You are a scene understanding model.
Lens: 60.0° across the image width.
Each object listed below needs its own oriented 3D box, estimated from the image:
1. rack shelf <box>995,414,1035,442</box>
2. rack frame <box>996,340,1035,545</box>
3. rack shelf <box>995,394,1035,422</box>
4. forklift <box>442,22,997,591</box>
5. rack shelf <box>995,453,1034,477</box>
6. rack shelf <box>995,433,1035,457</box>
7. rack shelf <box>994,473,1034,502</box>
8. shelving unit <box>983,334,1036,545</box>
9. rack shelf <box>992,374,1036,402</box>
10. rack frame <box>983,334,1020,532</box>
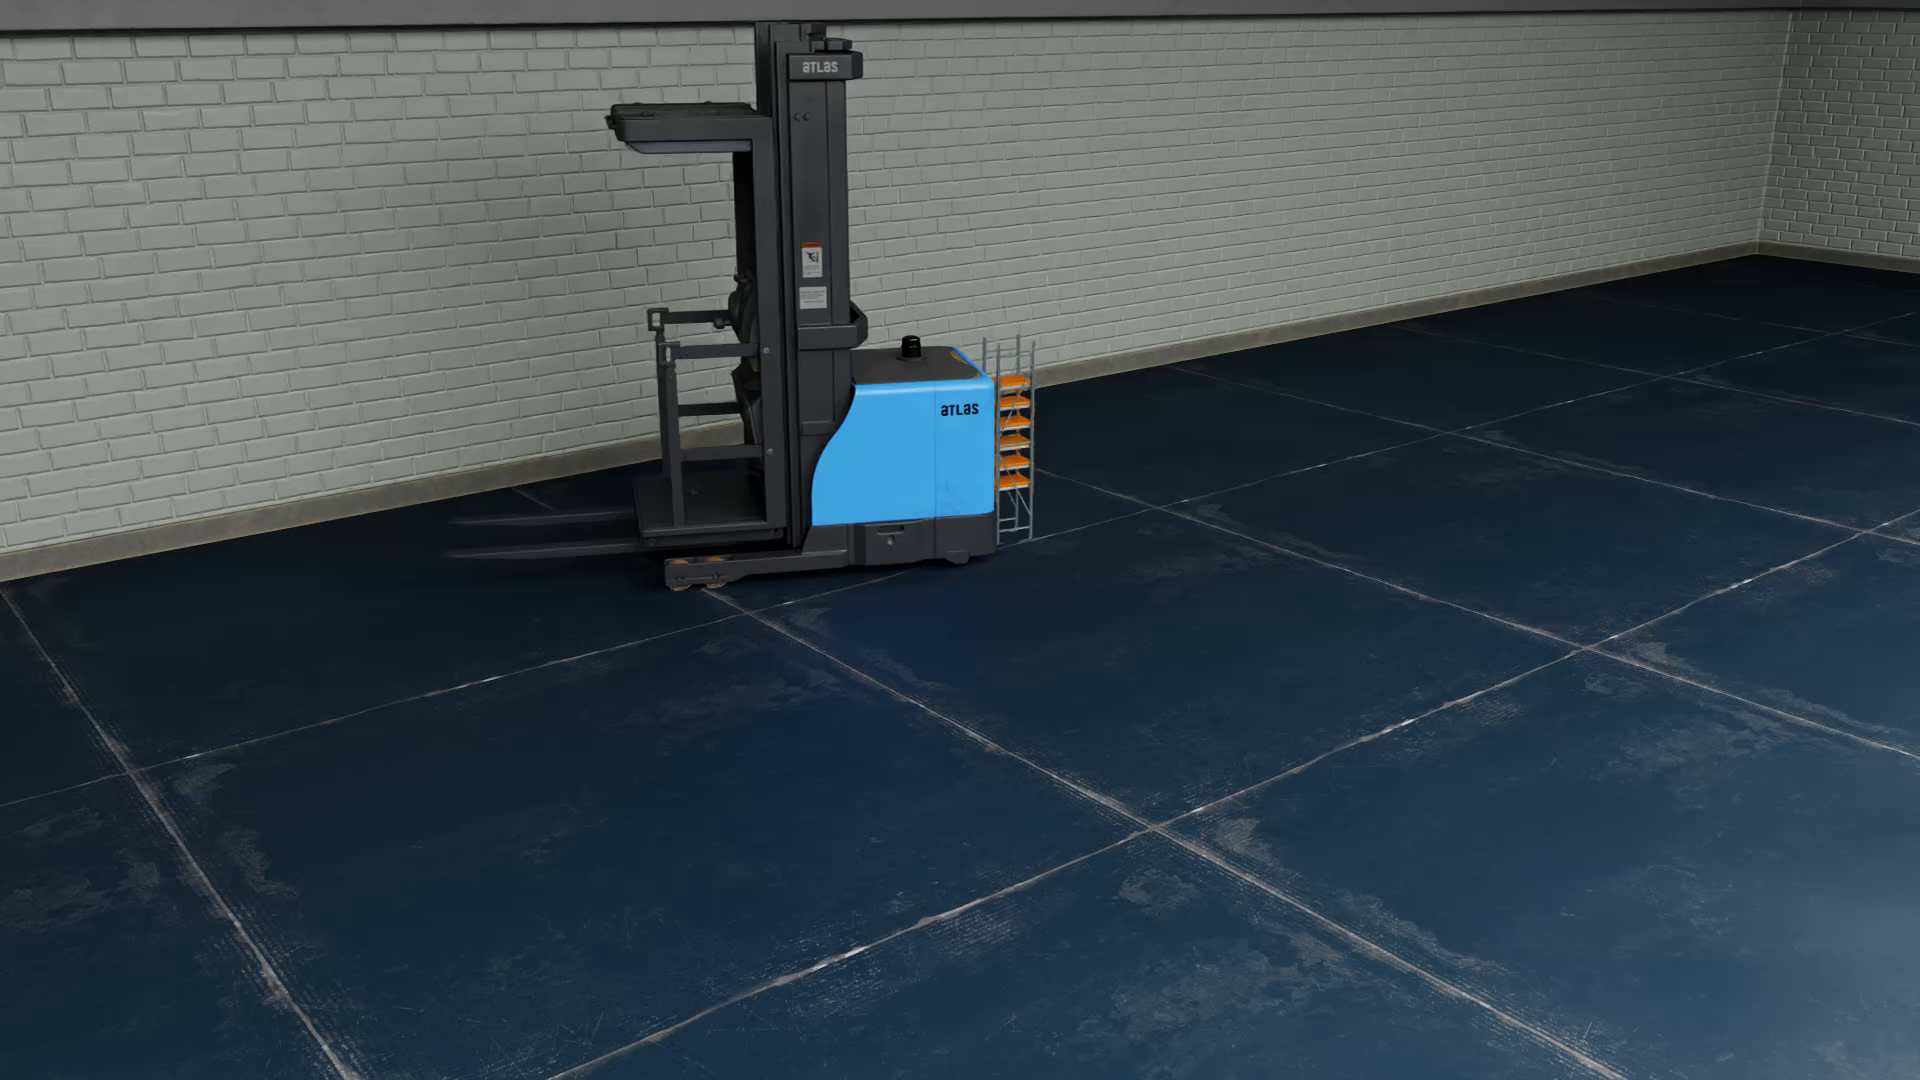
[{"bbox_3d":[0.280,-0.654,9.689,0.258,0.103,0.180,-8,20,-24],"label":"rack shelf"},{"bbox_3d":[0.319,-0.556,9.634,0.240,1.200,0.006,-8,20,-24],"label":"rack frame"},{"bbox_3d":[0.280,-0.768,9.651,0.258,0.103,0.180,-8,20,-24],"label":"rack shelf"},{"bbox_3d":[-1.365,-1.298,9.121,3.031,2.935,1.130,-4,19,-12],"label":"forklift"},{"bbox_3d":[0.280,-0.426,9.764,0.258,0.103,0.180,-8,20,-24],"label":"rack shelf"},{"bbox_3d":[0.280,-0.540,9.726,0.258,0.103,0.180,-8,20,-24],"label":"rack shelf"},{"bbox_3d":[0.280,-0.312,9.802,0.258,0.103,0.180,-8,20,-24],"label":"rack shelf"},{"bbox_3d":[0.280,-0.582,9.712,0.258,1.200,0.189,-8,20,-24],"label":"shelving unit"},{"bbox_3d":[0.280,-0.882,9.613,0.258,0.103,0.180,-8,20,-24],"label":"rack shelf"},{"bbox_3d":[0.241,-0.608,9.791,0.240,1.200,0.006,-8,20,-24],"label":"rack frame"}]
